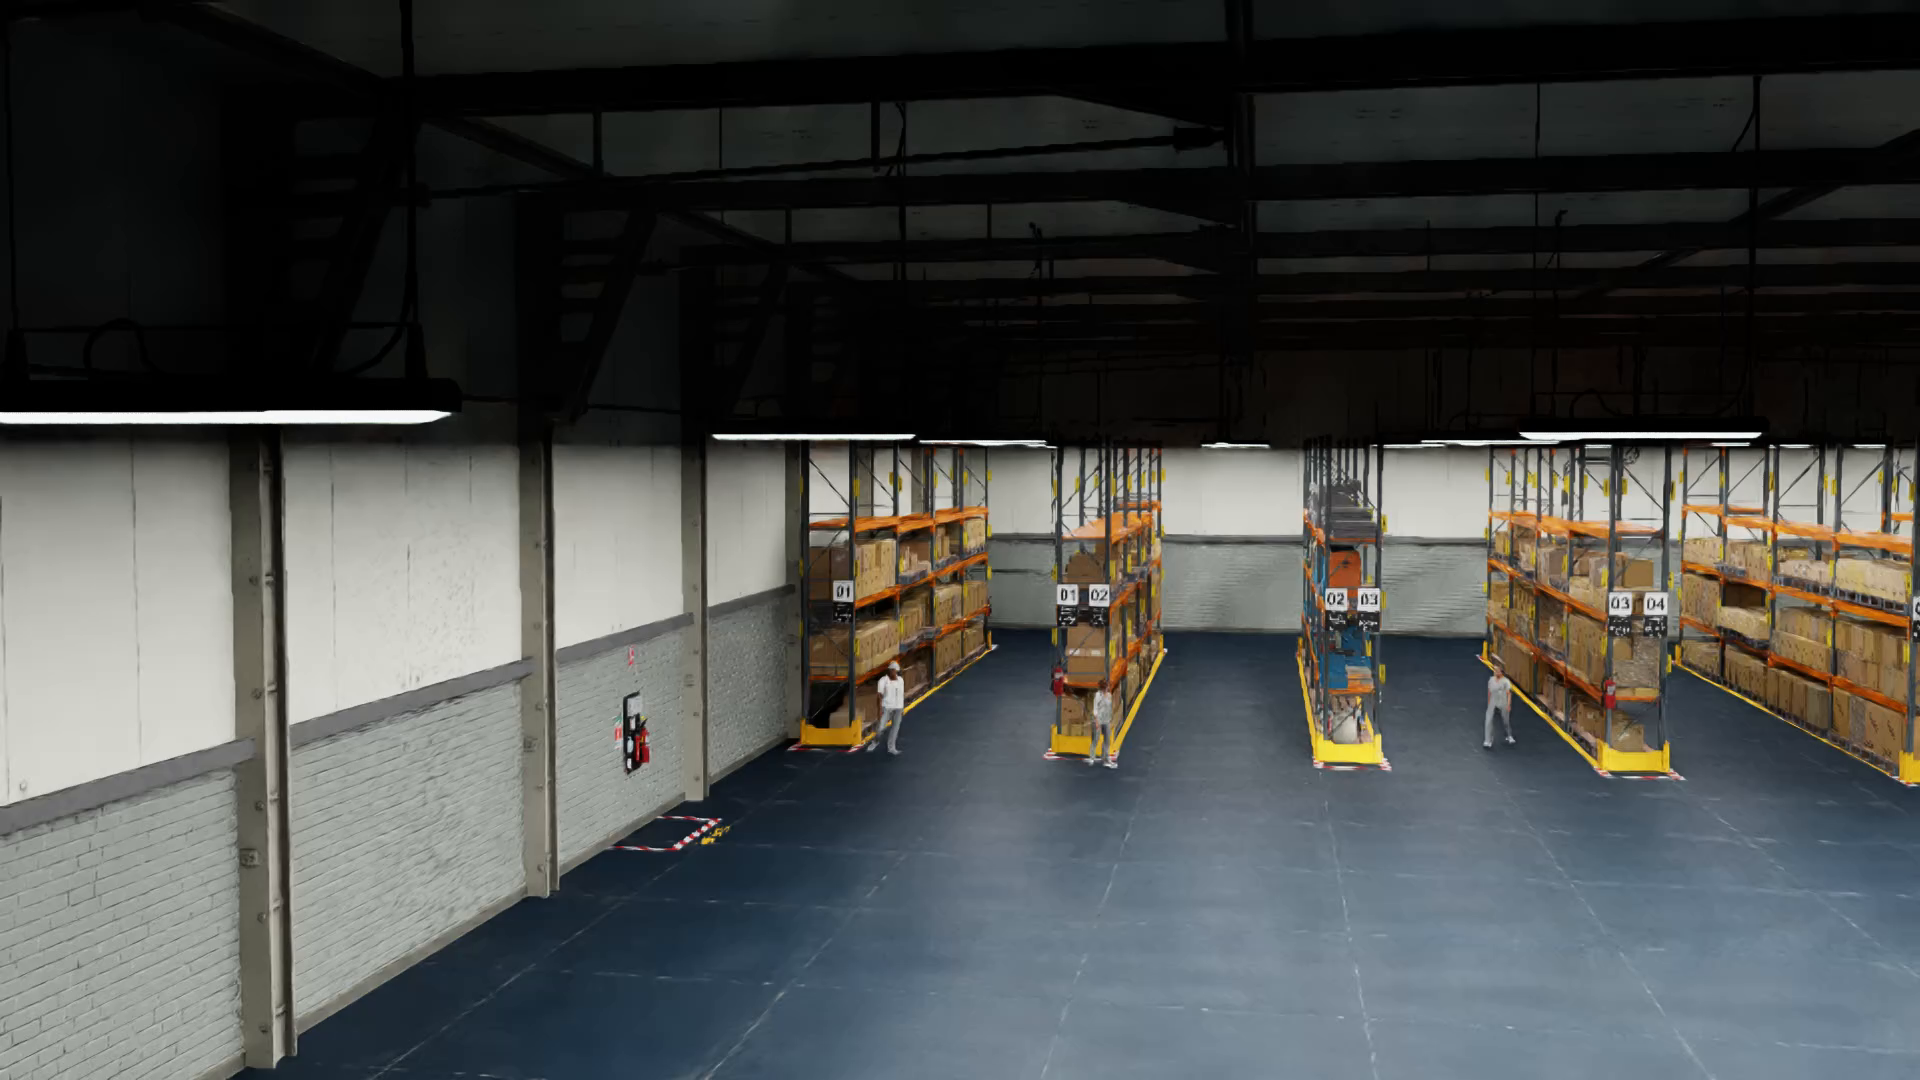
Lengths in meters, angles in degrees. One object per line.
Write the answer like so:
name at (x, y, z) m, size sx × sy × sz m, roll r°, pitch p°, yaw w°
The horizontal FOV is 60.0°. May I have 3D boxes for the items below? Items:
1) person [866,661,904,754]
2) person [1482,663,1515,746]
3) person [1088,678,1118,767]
person at (-1.383, 3.146, 31.290) m, size 0.739 × 1.758 × 0.531 m, roll -2°, pitch 4°, yaw -29°
person at (10.446, 3.174, 32.201) m, size 0.491 × 1.611 × 0.957 m, roll 2°, pitch 4°, yaw 32°
person at (2.563, 3.301, 30.126) m, size 0.458 × 1.601 × 0.492 m, roll -2°, pitch 4°, yaw -38°
